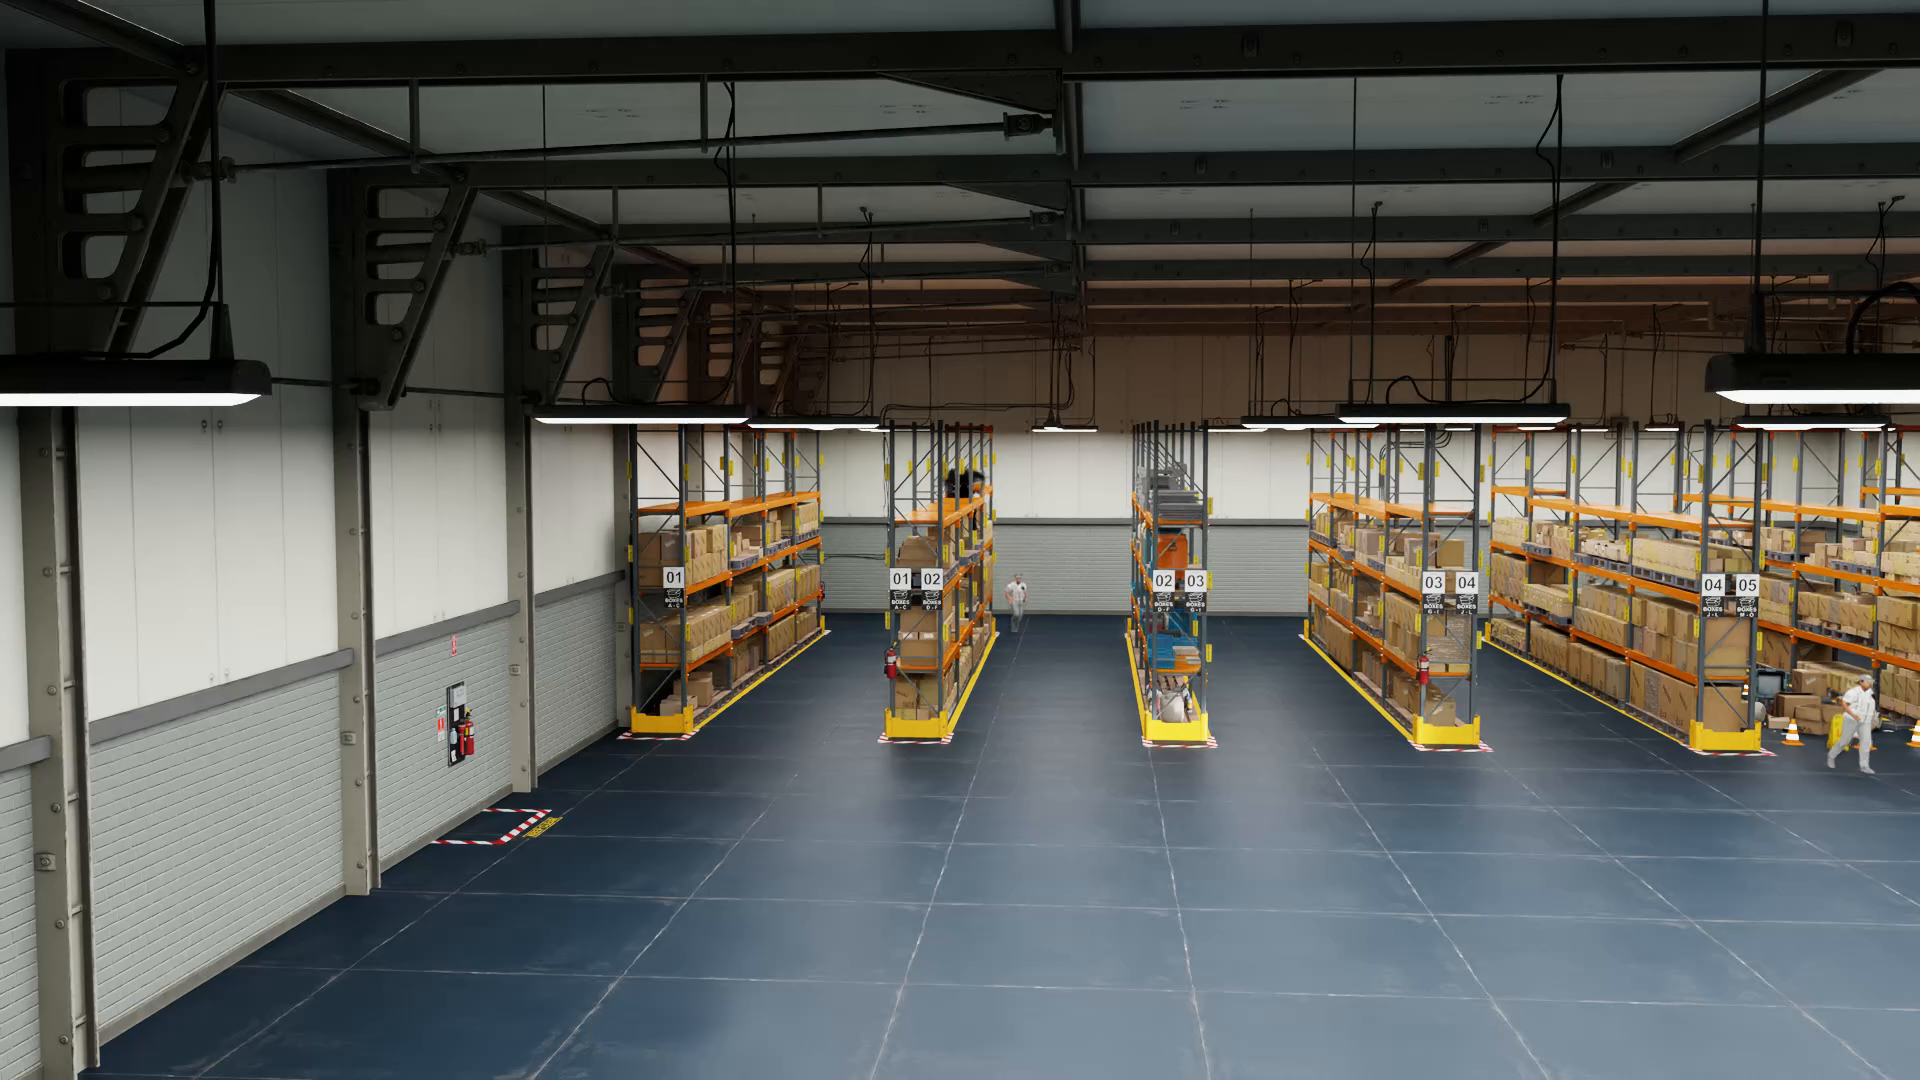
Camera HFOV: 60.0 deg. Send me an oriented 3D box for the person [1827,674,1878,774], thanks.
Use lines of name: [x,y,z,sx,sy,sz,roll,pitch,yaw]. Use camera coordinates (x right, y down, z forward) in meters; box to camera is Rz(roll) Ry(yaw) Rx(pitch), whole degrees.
person: [15.241,3.086,28.176,0.657,1.644,0.922,-1,4,-10]

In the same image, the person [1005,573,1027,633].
person: [1.647,1.825,48.033,0.603,1.753,0.756,-2,4,-23]

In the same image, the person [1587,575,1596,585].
person: [18.185,1.846,47.858,0.839,1.669,0.579,0,4,-5]

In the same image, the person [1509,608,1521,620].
person: [16.165,1.918,48.612,0.633,1.484,0.799,4,5,45]
